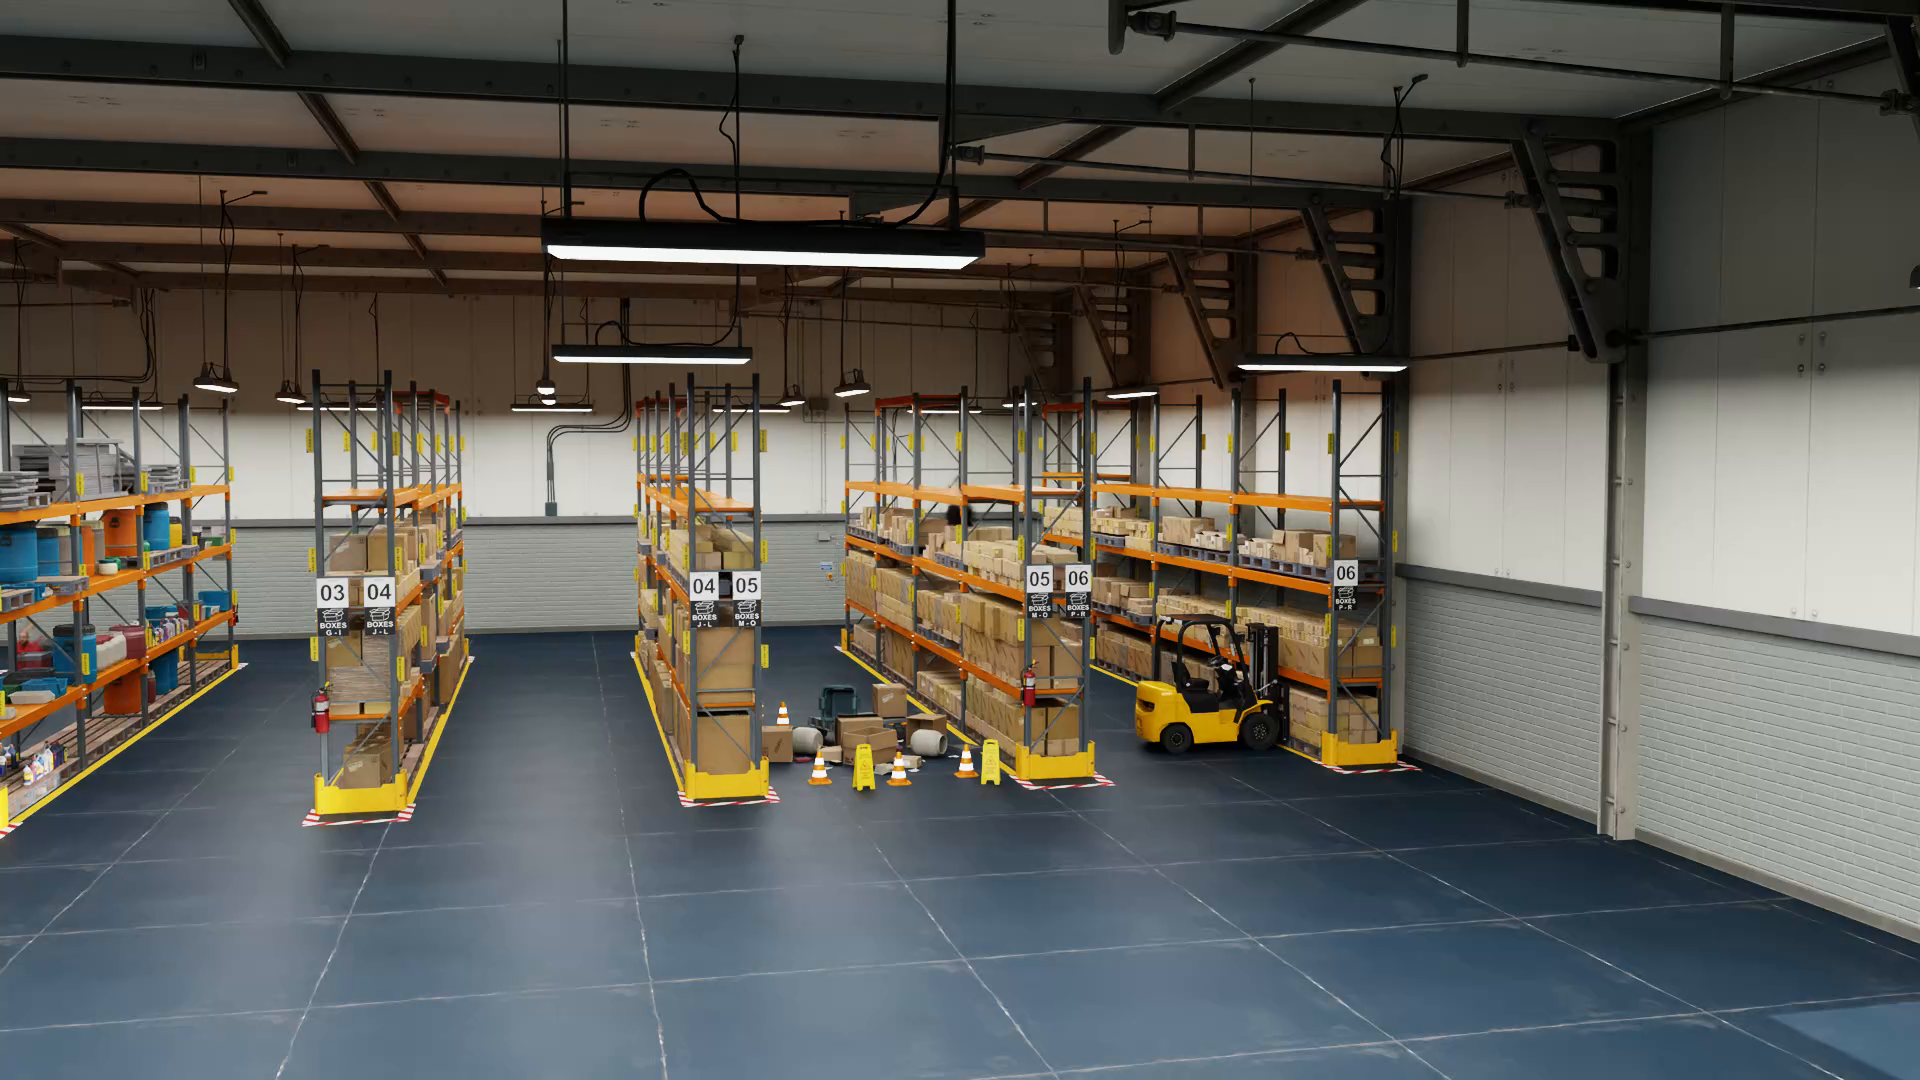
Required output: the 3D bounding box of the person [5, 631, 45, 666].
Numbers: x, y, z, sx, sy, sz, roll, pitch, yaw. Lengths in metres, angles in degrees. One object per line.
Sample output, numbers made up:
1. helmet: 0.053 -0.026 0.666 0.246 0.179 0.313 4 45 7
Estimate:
1. person: -16.971 2.441 30.262 0.679 1.615 0.854 -2 4 -29
